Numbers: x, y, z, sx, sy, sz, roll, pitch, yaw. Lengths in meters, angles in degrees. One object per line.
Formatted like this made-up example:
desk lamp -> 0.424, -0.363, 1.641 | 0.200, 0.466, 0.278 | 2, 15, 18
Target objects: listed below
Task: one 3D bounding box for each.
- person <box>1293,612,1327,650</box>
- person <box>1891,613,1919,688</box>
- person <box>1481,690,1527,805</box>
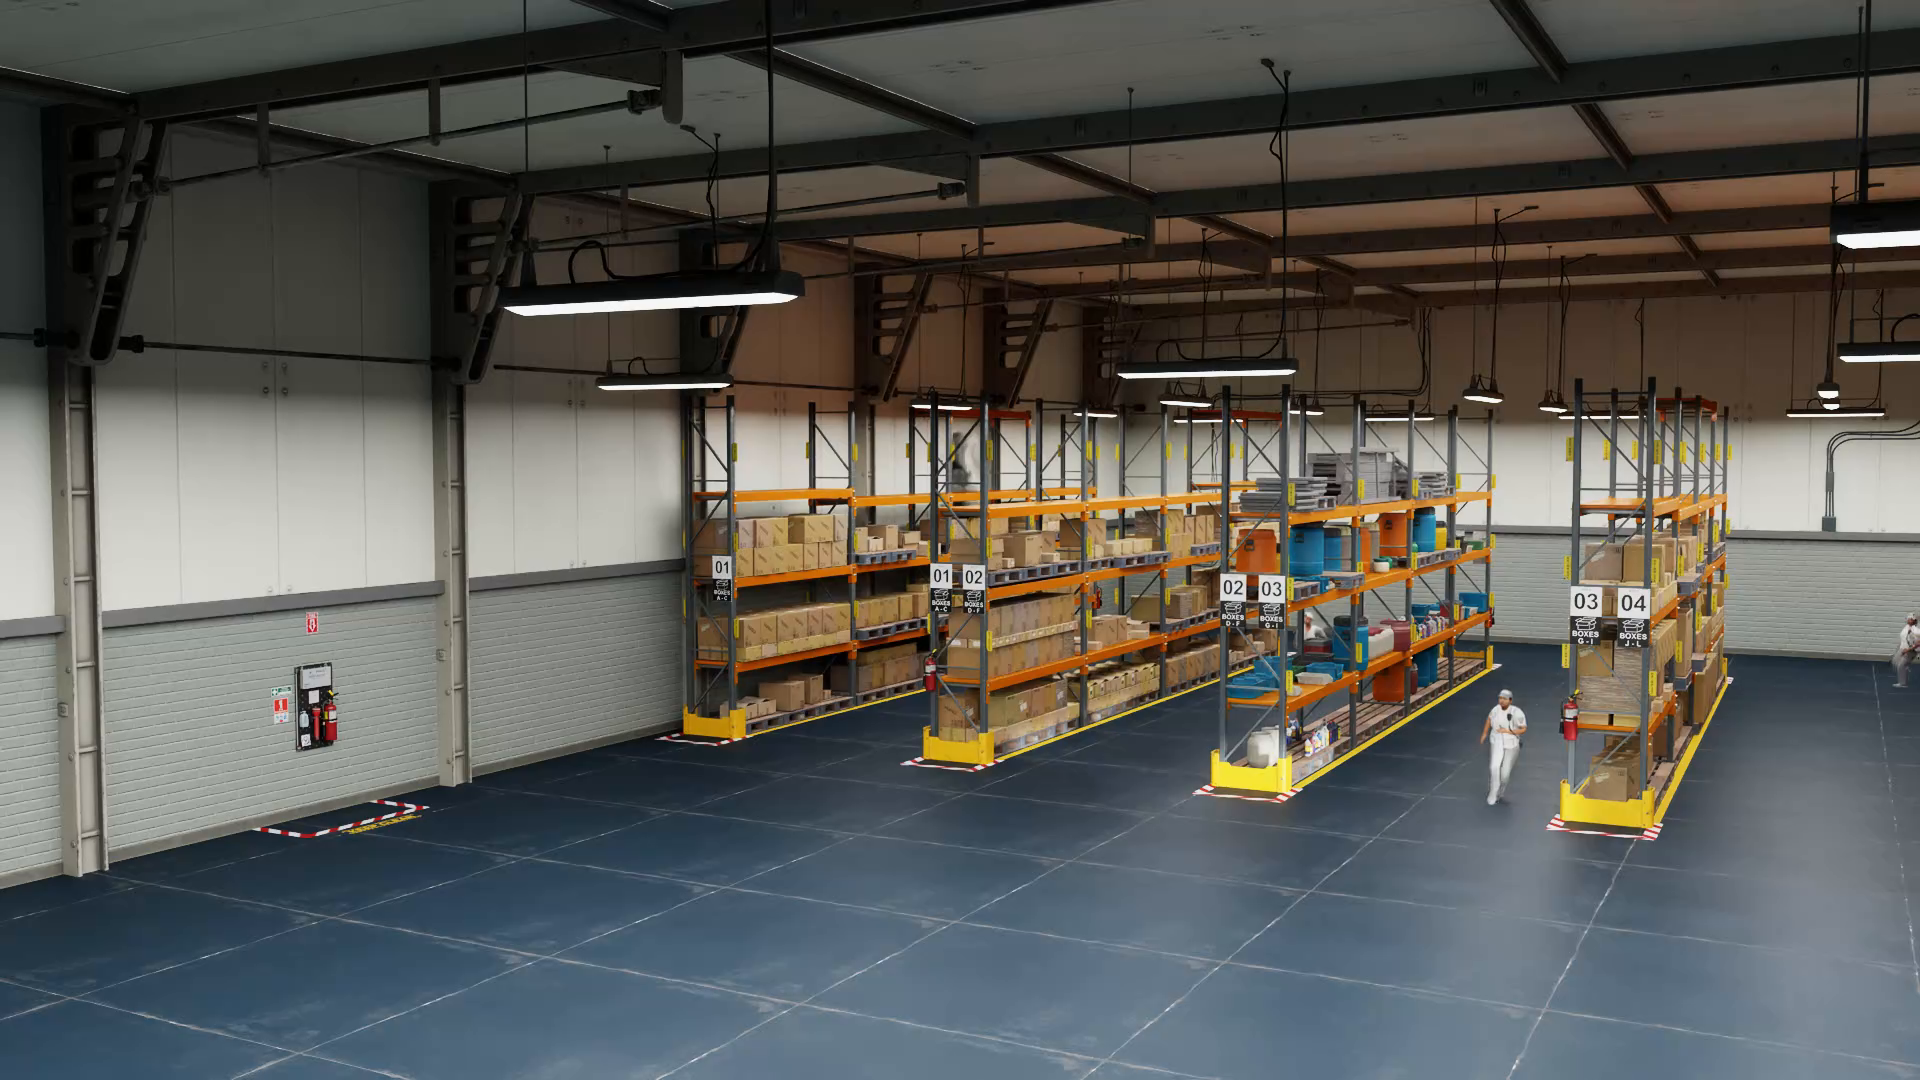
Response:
person -> 7.065, 2.347, 33.614 | 0.668, 1.787, 0.955 | 2, 4, 34
person -> 20.050, 2.338, 35.199 | 0.509, 1.623, 0.613 | 0, 3, -8
person -> 7.721, 2.936, 23.646 | 0.650, 1.631, 0.638 | 1, 3, 25
